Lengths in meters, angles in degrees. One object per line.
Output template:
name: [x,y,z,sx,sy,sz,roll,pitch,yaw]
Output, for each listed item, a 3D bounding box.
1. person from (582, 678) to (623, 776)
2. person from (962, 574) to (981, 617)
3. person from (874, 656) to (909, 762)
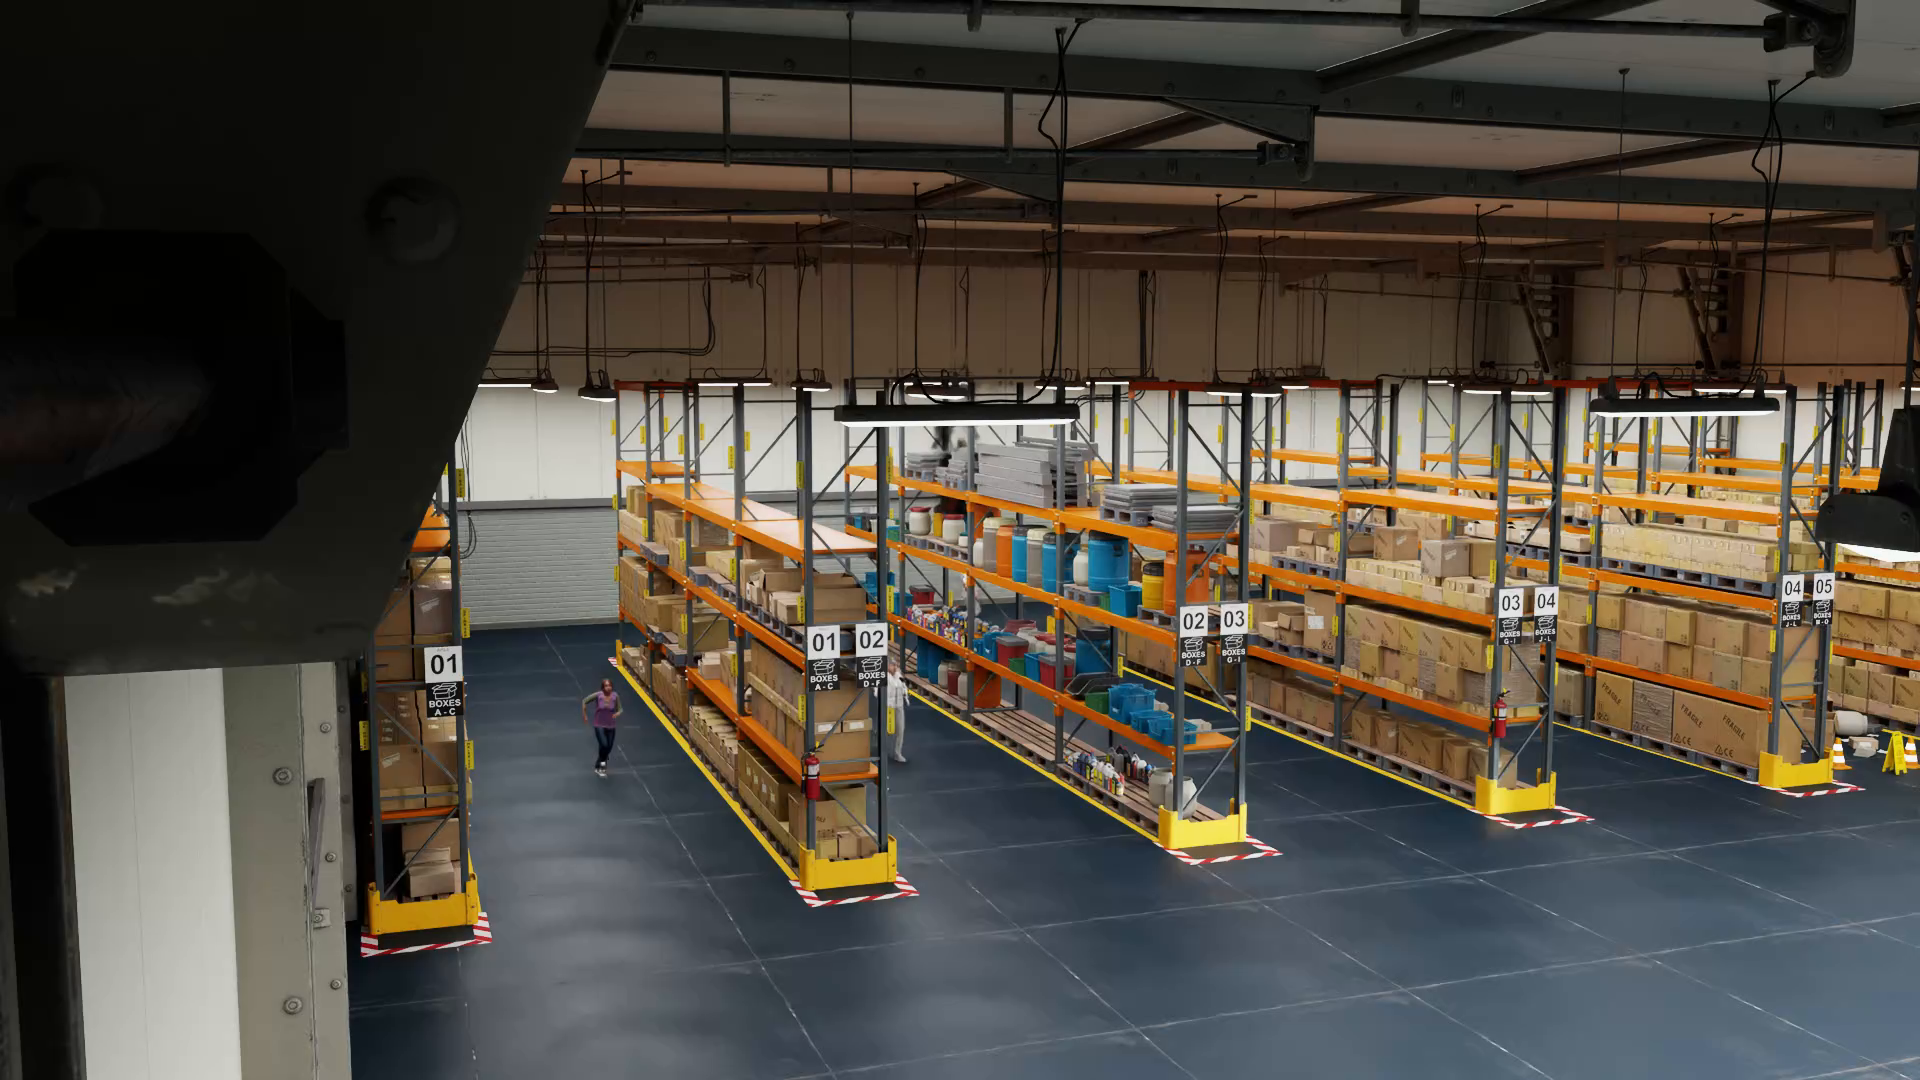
person: [-5.429,2.879,25.376,0.569,1.534,0.680,-3,7,-25]
person: [0.196,1.312,39.436,0.598,1.745,0.672,-1,6,-6]
person: [-1.072,2.688,26.738,0.632,1.653,0.861,-3,7,-28]
